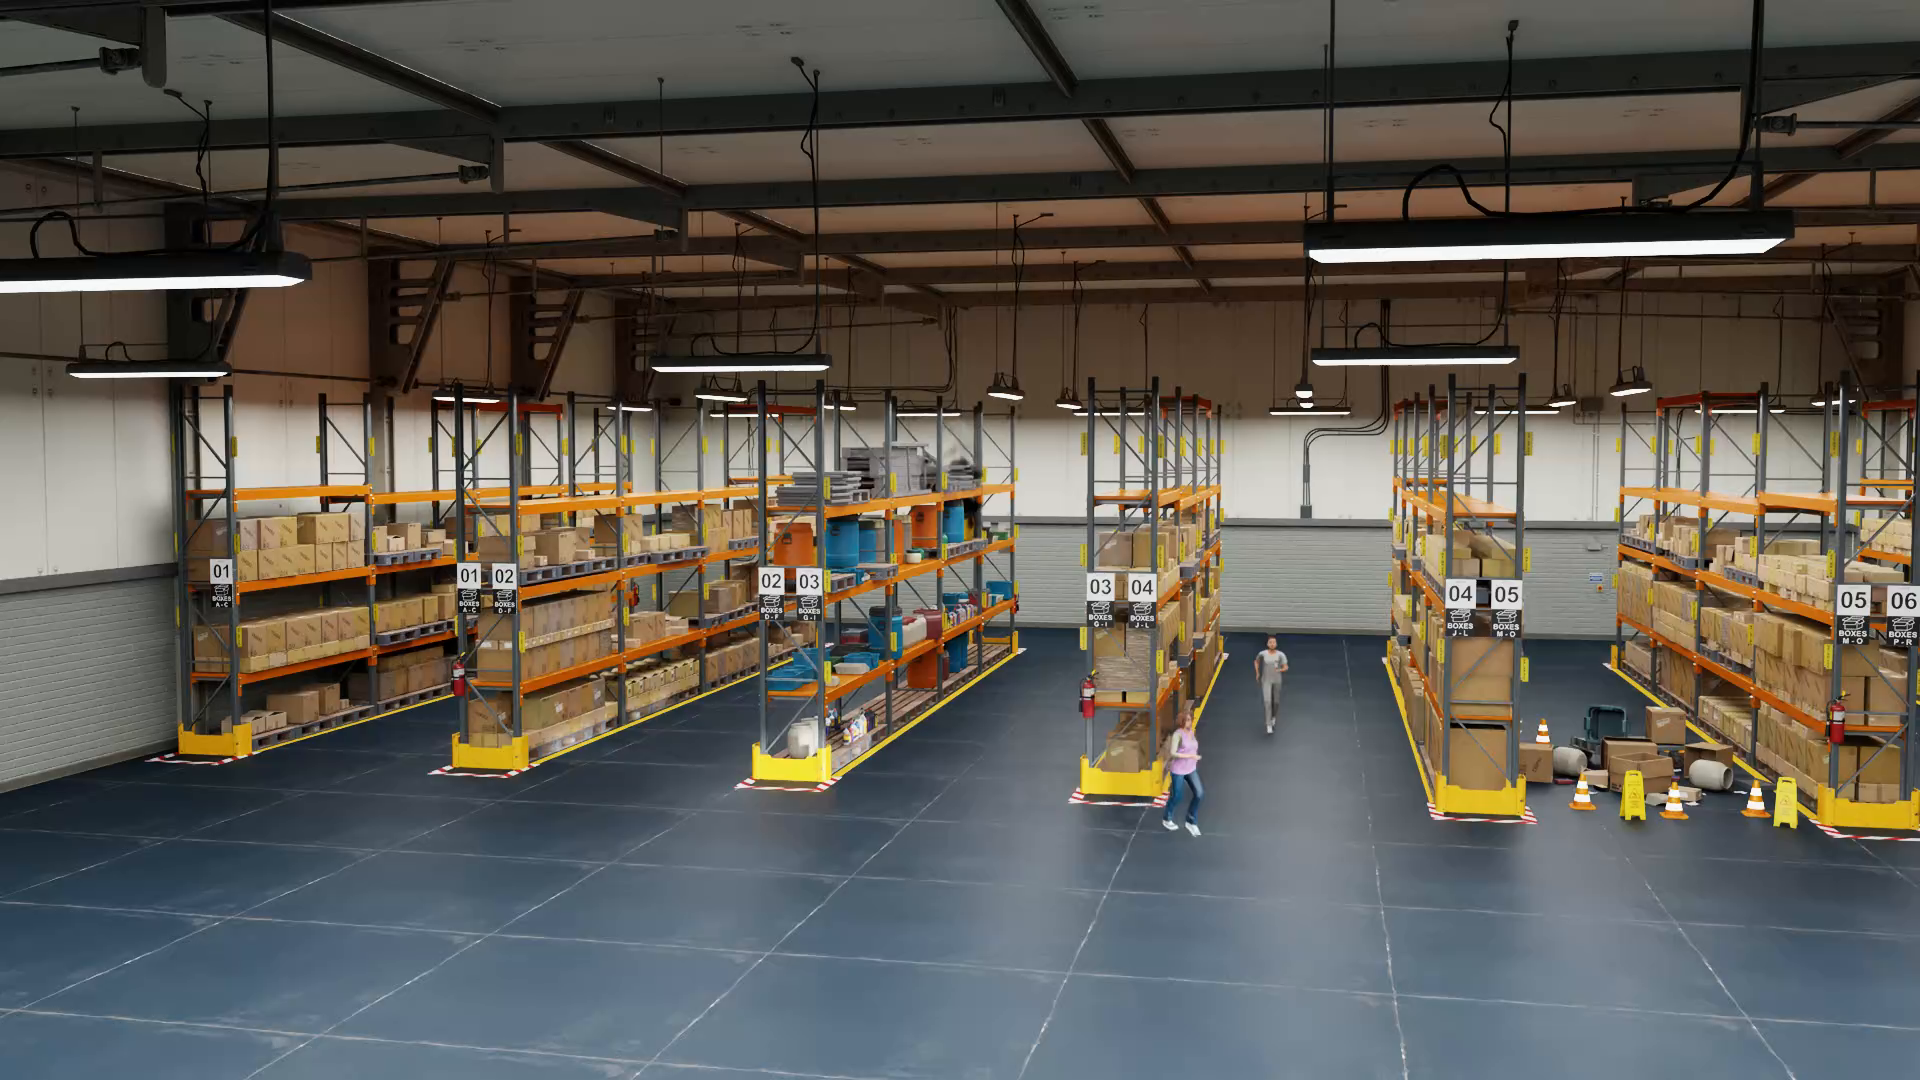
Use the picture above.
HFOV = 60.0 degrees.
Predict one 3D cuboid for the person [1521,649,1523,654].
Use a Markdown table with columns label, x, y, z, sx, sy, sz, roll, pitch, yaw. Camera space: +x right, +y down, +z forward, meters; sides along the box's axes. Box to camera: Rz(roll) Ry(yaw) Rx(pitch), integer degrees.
| label | x | y | z | sx | sy | sz | roll | pitch | yaw |
| --- | --- | --- | --- | --- | --- | --- | --- | --- | --- |
| person | 12.810 | 1.998 | 39.203 | 0.916 | 1.653 | 0.586 | 0 | 3 | 6 |

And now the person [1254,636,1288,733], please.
| label | x | y | z | sx | sy | sz | roll | pitch | yaw |
| --- | --- | --- | --- | --- | --- | --- | --- | --- | --- |
| person | 5.466 | 2.504 | 29.212 | 0.577 | 1.650 | 0.967 | 0 | 3 | 7 |

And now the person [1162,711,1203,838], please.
| label | x | y | z | sx | sy | sz | roll | pitch | yaw |
| --- | --- | --- | --- | --- | --- | --- | --- | --- | --- |
| person | 2.864 | 3.009 | 21.374 | 0.524 | 1.629 | 0.702 | -2 | 4 | -37 |
